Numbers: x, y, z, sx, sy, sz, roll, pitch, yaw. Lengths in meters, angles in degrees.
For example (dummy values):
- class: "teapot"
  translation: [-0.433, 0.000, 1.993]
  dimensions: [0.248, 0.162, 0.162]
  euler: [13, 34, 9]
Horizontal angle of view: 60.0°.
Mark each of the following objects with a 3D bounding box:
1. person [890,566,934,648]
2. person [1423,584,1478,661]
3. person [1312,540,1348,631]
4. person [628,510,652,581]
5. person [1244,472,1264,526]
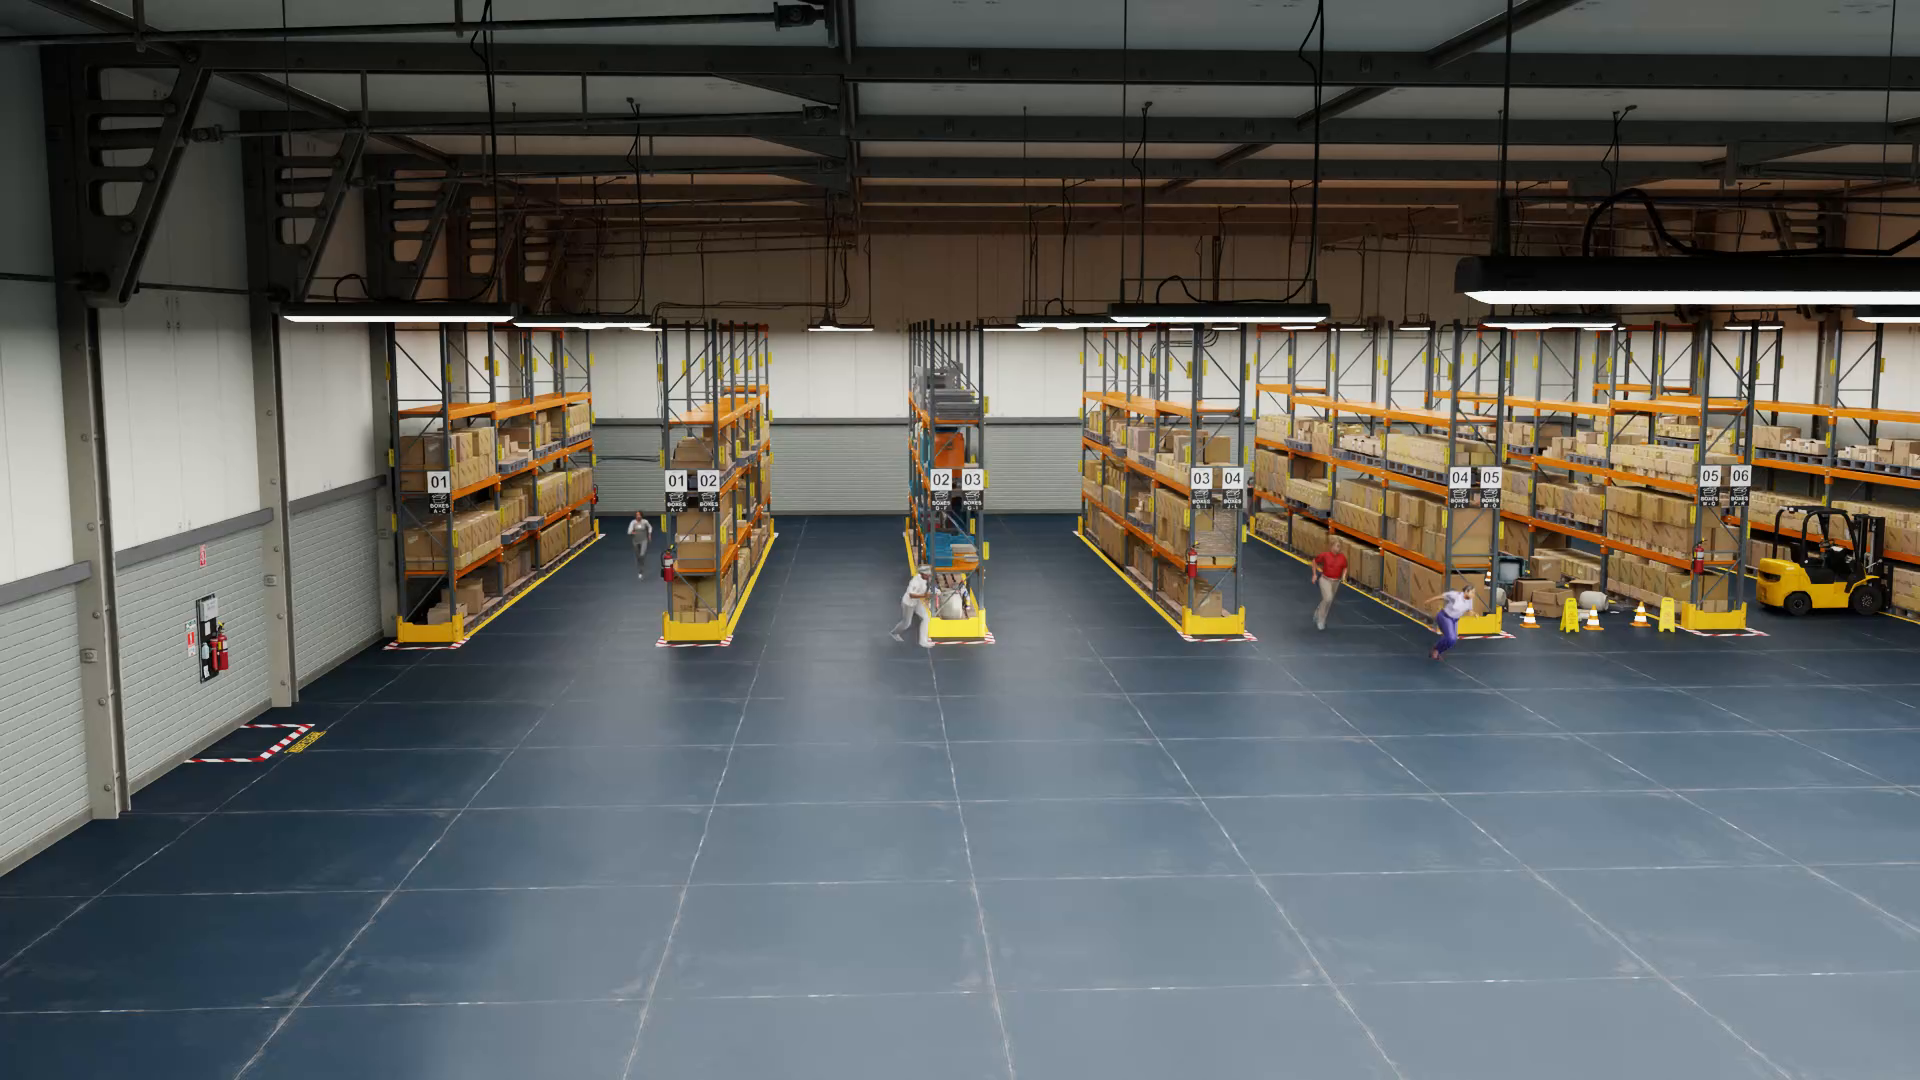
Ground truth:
- class: "person"
  translation: [-0.877, 1.215, 30.600]
  dimensions: [1.017, 1.532, 0.601]
  euler: [5, 9, 35]
- class: "person"
  translation: [8.618, 1.443, 29.026]
  dimensions: [0.608, 1.413, 0.935]
  euler: [-4, 8, -30]
- class: "person"
  translation: [7.208, 0.858, 32.537]
  dimensions: [0.732, 1.712, 0.846]
  euler: [-2, 7, -19]
- class: "person"
  translation: [-7.510, 0.095, 39.023]
  dimensions: [0.501, 1.625, 0.825]
  euler: [0, 7, 1]
- class: "person"
  translation: [8.778, -1.275, 49.520]
  dimensions: [0.967, 1.711, 0.657]
  euler: [-6, 9, -41]
